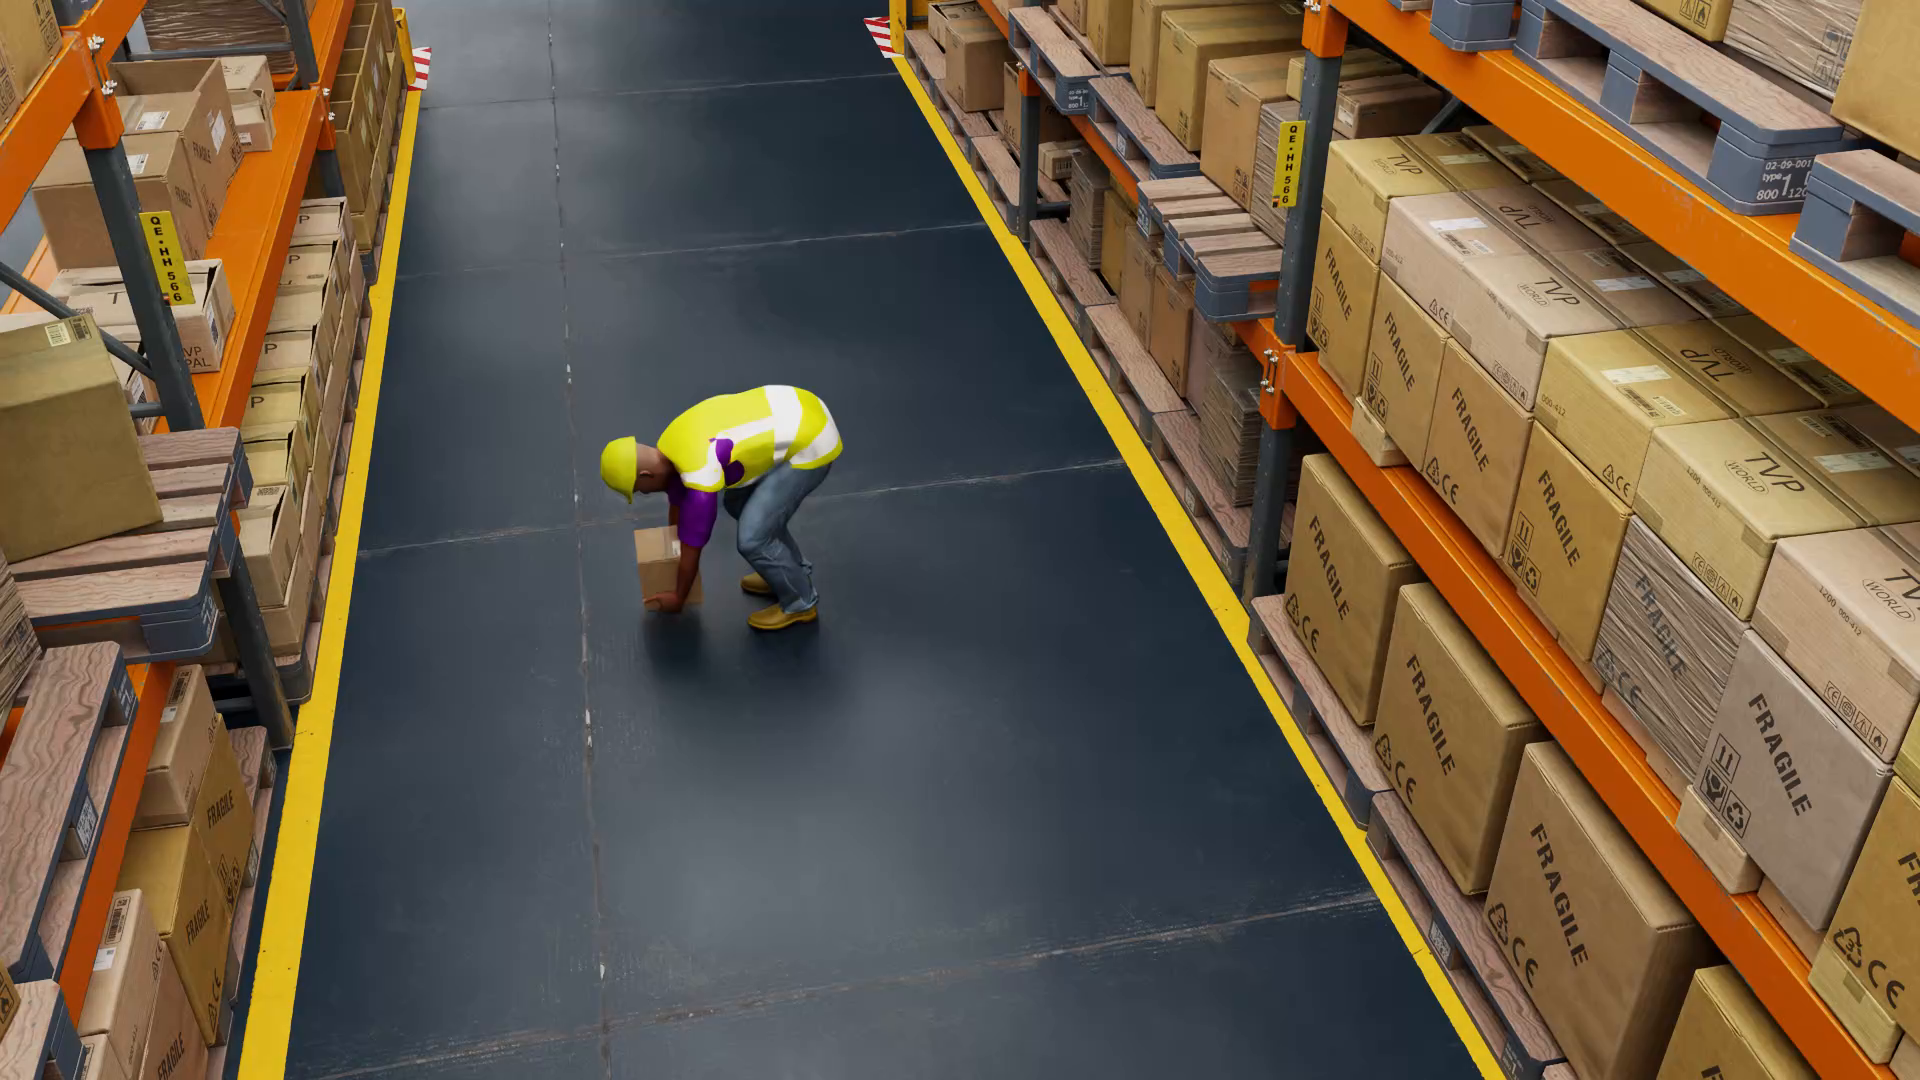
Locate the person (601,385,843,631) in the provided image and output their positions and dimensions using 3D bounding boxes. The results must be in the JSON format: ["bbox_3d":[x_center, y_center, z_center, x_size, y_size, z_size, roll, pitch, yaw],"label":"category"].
[{"bbox_3d":[-0.974,-0.120,6.950,0.979,1.030,0.493,-9,35,-13],"label":"person"}]
